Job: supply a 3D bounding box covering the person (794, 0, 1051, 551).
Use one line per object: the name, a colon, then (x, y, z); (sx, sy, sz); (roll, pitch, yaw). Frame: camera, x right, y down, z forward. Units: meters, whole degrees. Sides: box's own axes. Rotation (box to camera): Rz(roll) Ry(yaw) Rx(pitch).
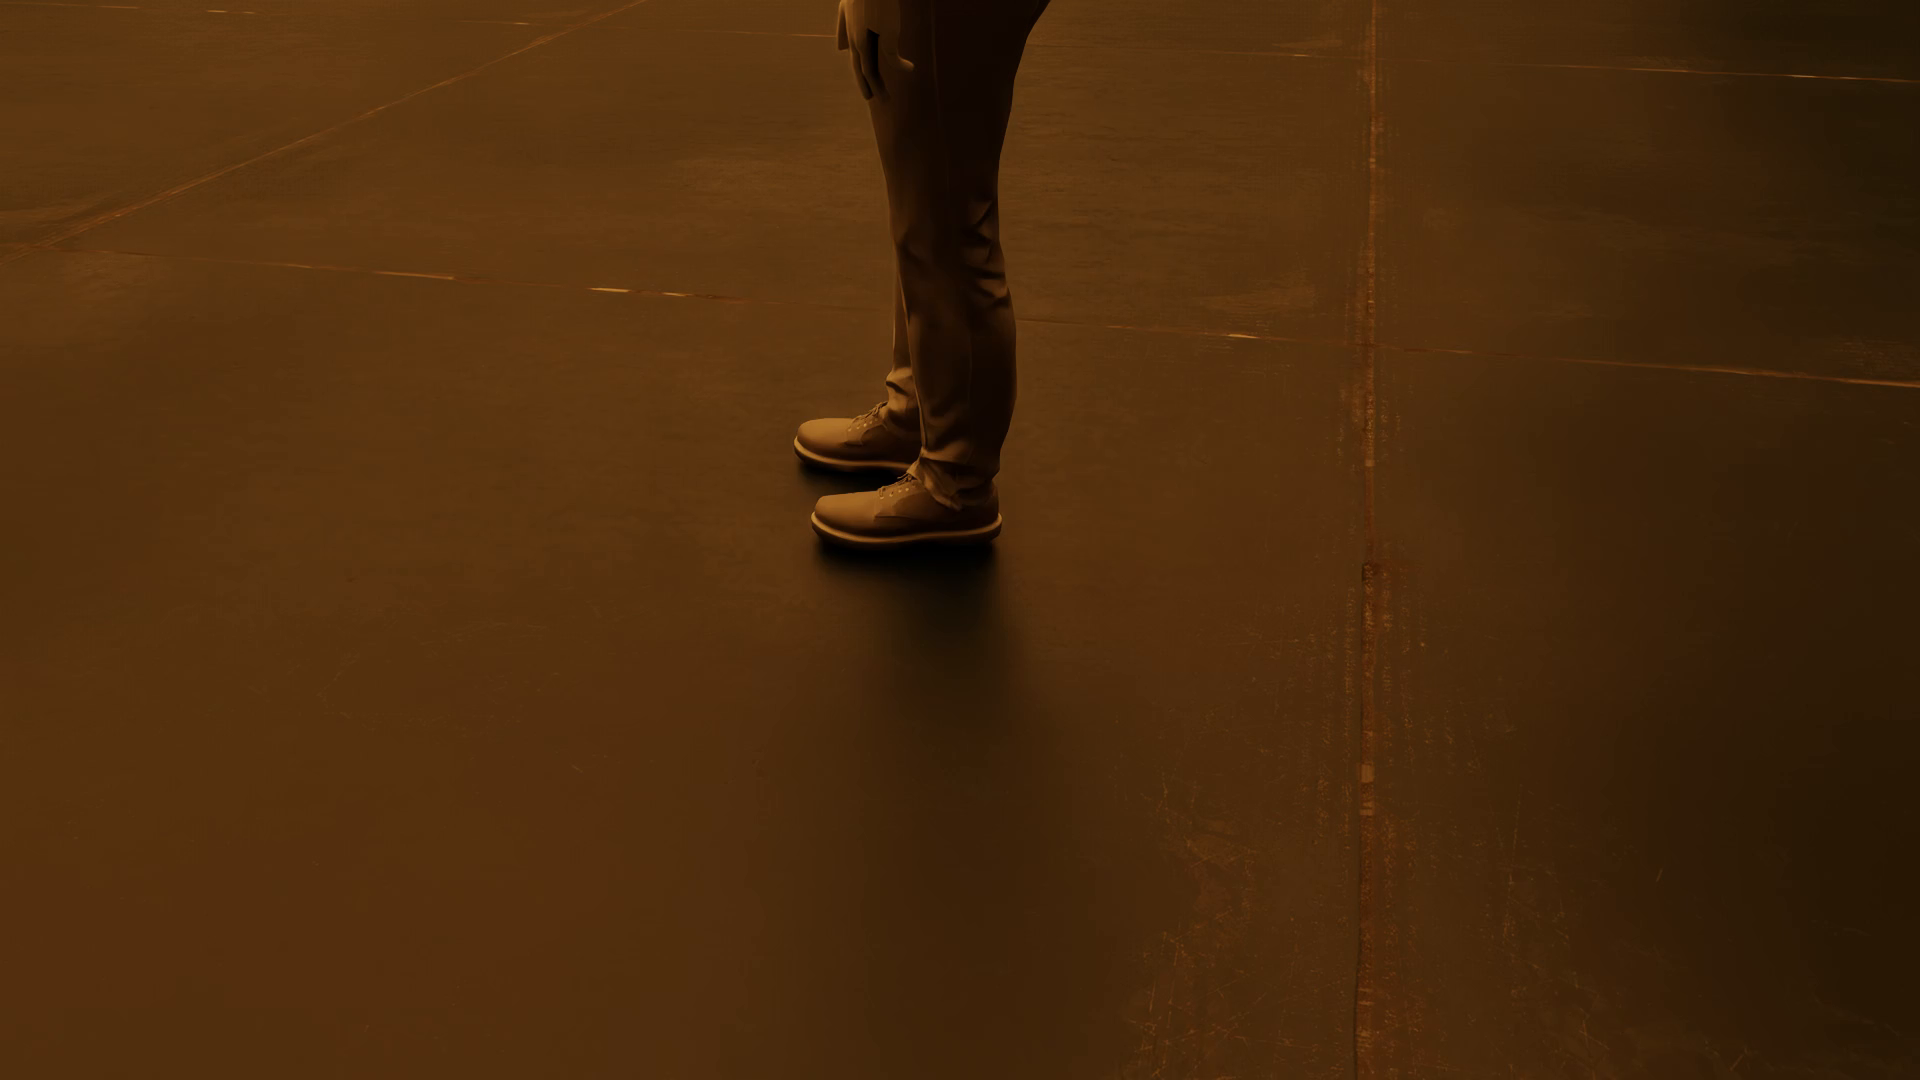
person: (-0.075, -0.773, 2.137); (0.512, 1.691, 0.586); (6, 27, 11)
